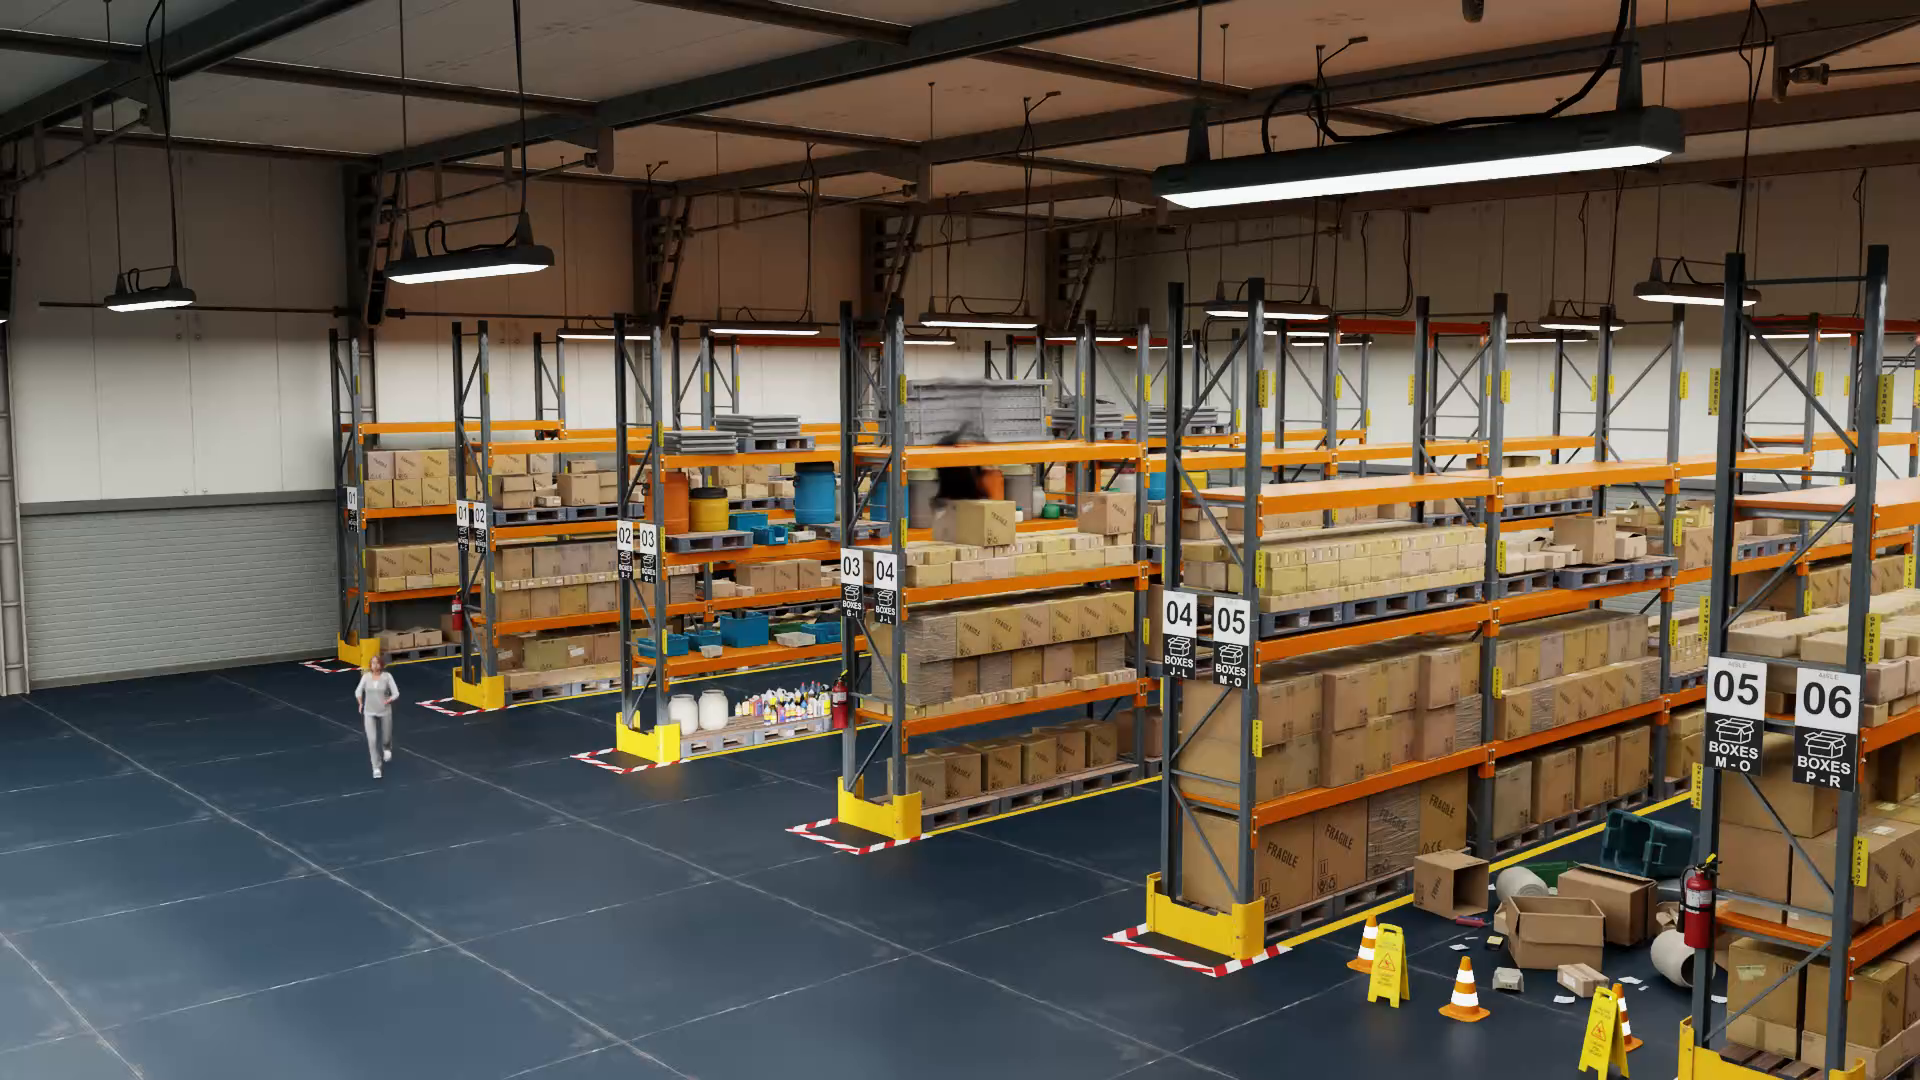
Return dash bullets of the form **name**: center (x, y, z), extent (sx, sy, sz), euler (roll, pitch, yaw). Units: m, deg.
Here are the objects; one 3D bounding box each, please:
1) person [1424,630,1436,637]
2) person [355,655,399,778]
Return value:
- **person**: center (6.456, 2.087, 23.124), extent (0.581, 1.686, 0.723), euler (5, 7, 41)
- **person**: center (-7.556, 2.258, 21.563), extent (0.546, 1.558, 0.730), euler (-1, 6, -14)
